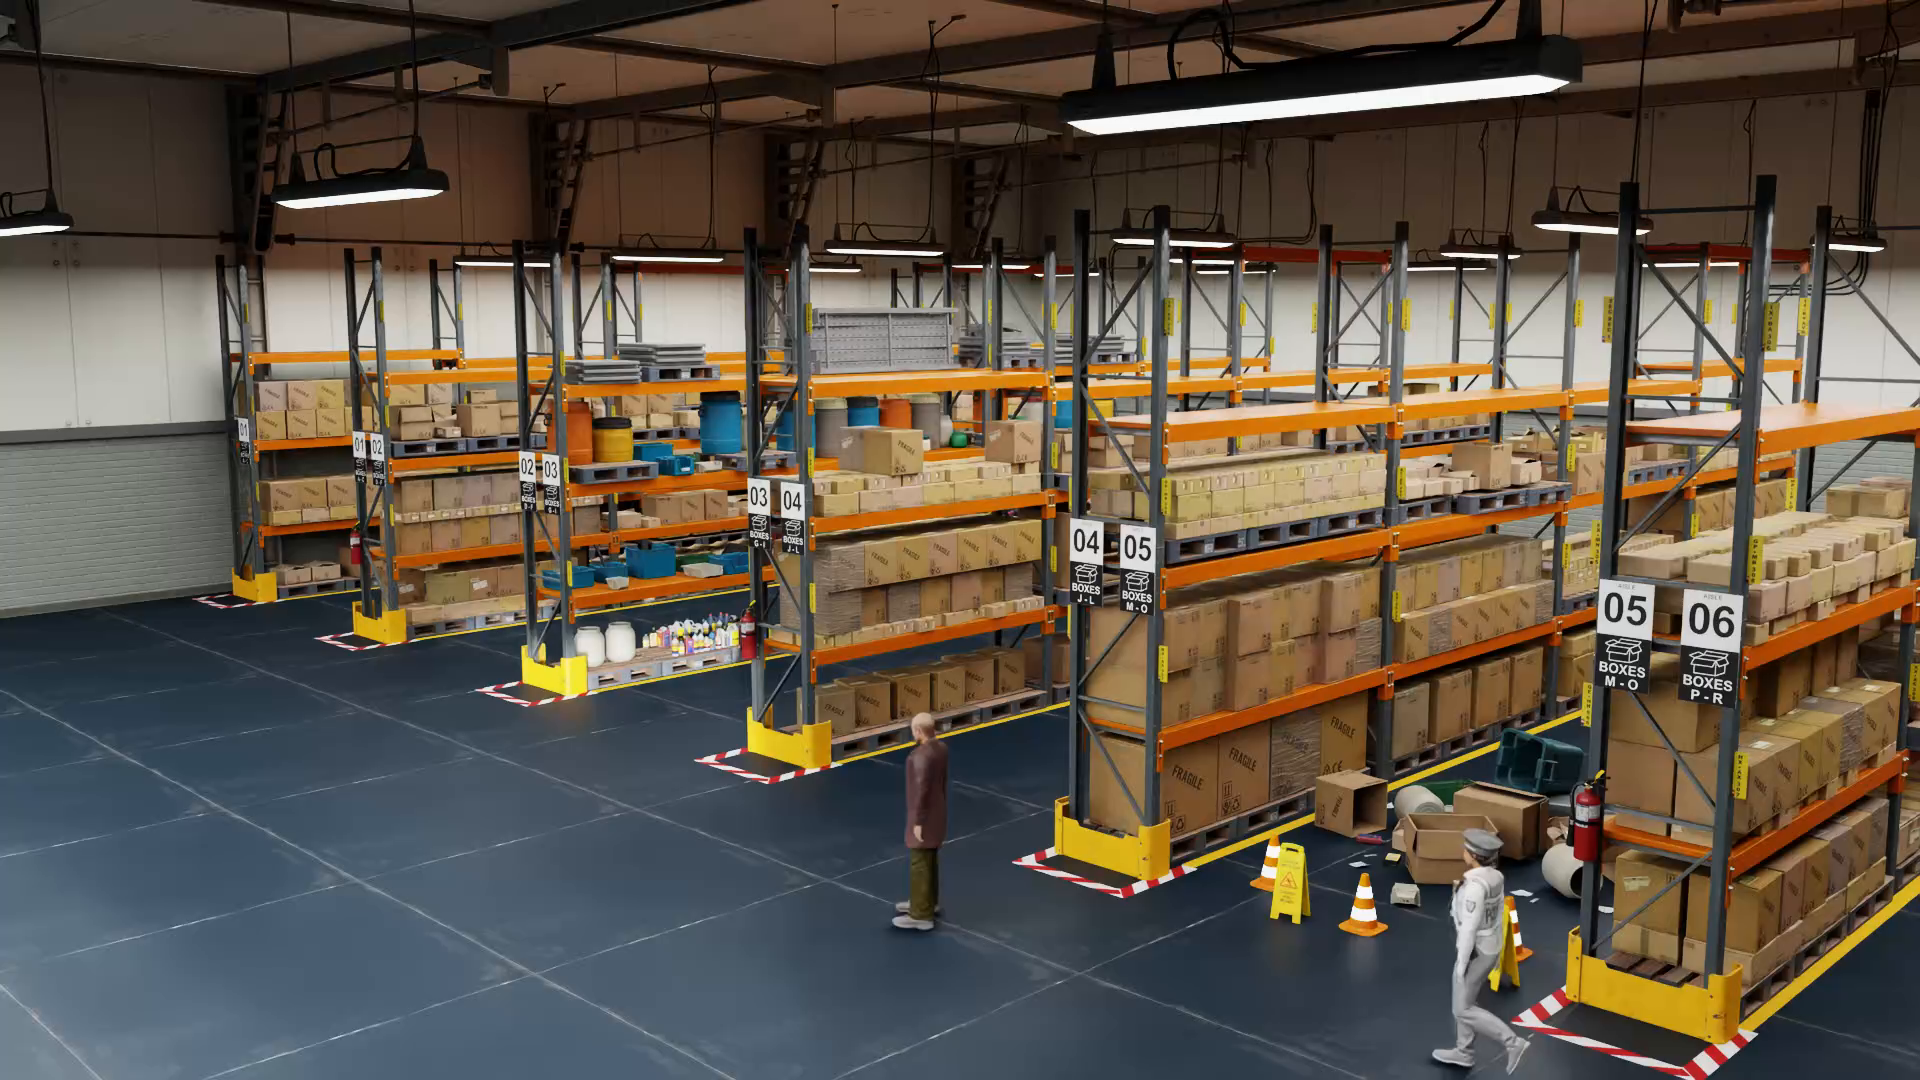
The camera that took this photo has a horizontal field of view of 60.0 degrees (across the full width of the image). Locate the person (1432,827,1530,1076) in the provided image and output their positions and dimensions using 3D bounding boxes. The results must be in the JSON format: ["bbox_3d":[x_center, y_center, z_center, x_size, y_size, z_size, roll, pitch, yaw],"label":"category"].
[{"bbox_3d":[3.491,2.766,11.128,0.619,1.674,0.470,4,9,27],"label":"person"}]

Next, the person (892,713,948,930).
[{"bbox_3d":[-0.353,2.316,13.942,0.455,1.775,0.631,2,8,12],"label":"person"}]
